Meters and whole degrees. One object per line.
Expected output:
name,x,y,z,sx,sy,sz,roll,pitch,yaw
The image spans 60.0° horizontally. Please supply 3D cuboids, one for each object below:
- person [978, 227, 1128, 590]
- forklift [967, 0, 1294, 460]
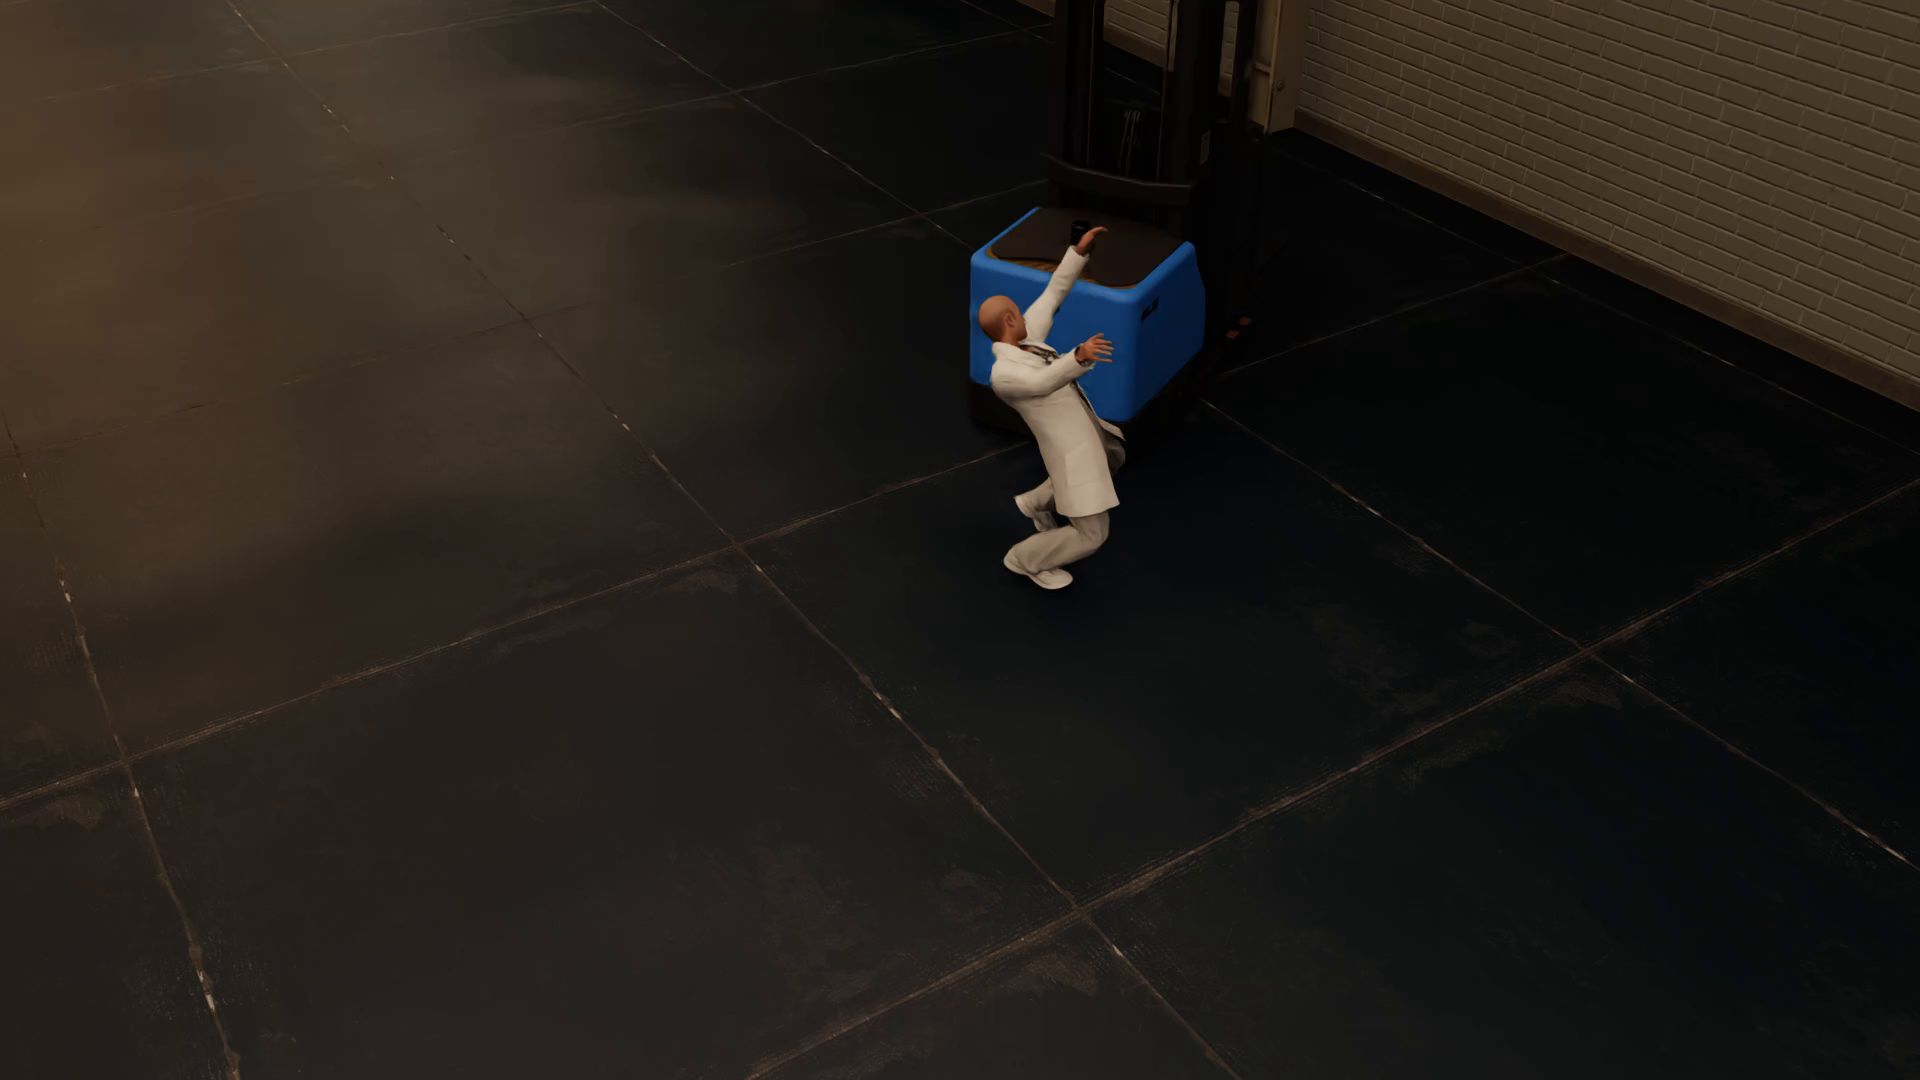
person,0.438,-0.537,7.992,0.748,1.714,1.049,4,35,6
forklift,1.217,-2.459,9.648,1.130,2.935,3.031,19,39,24
